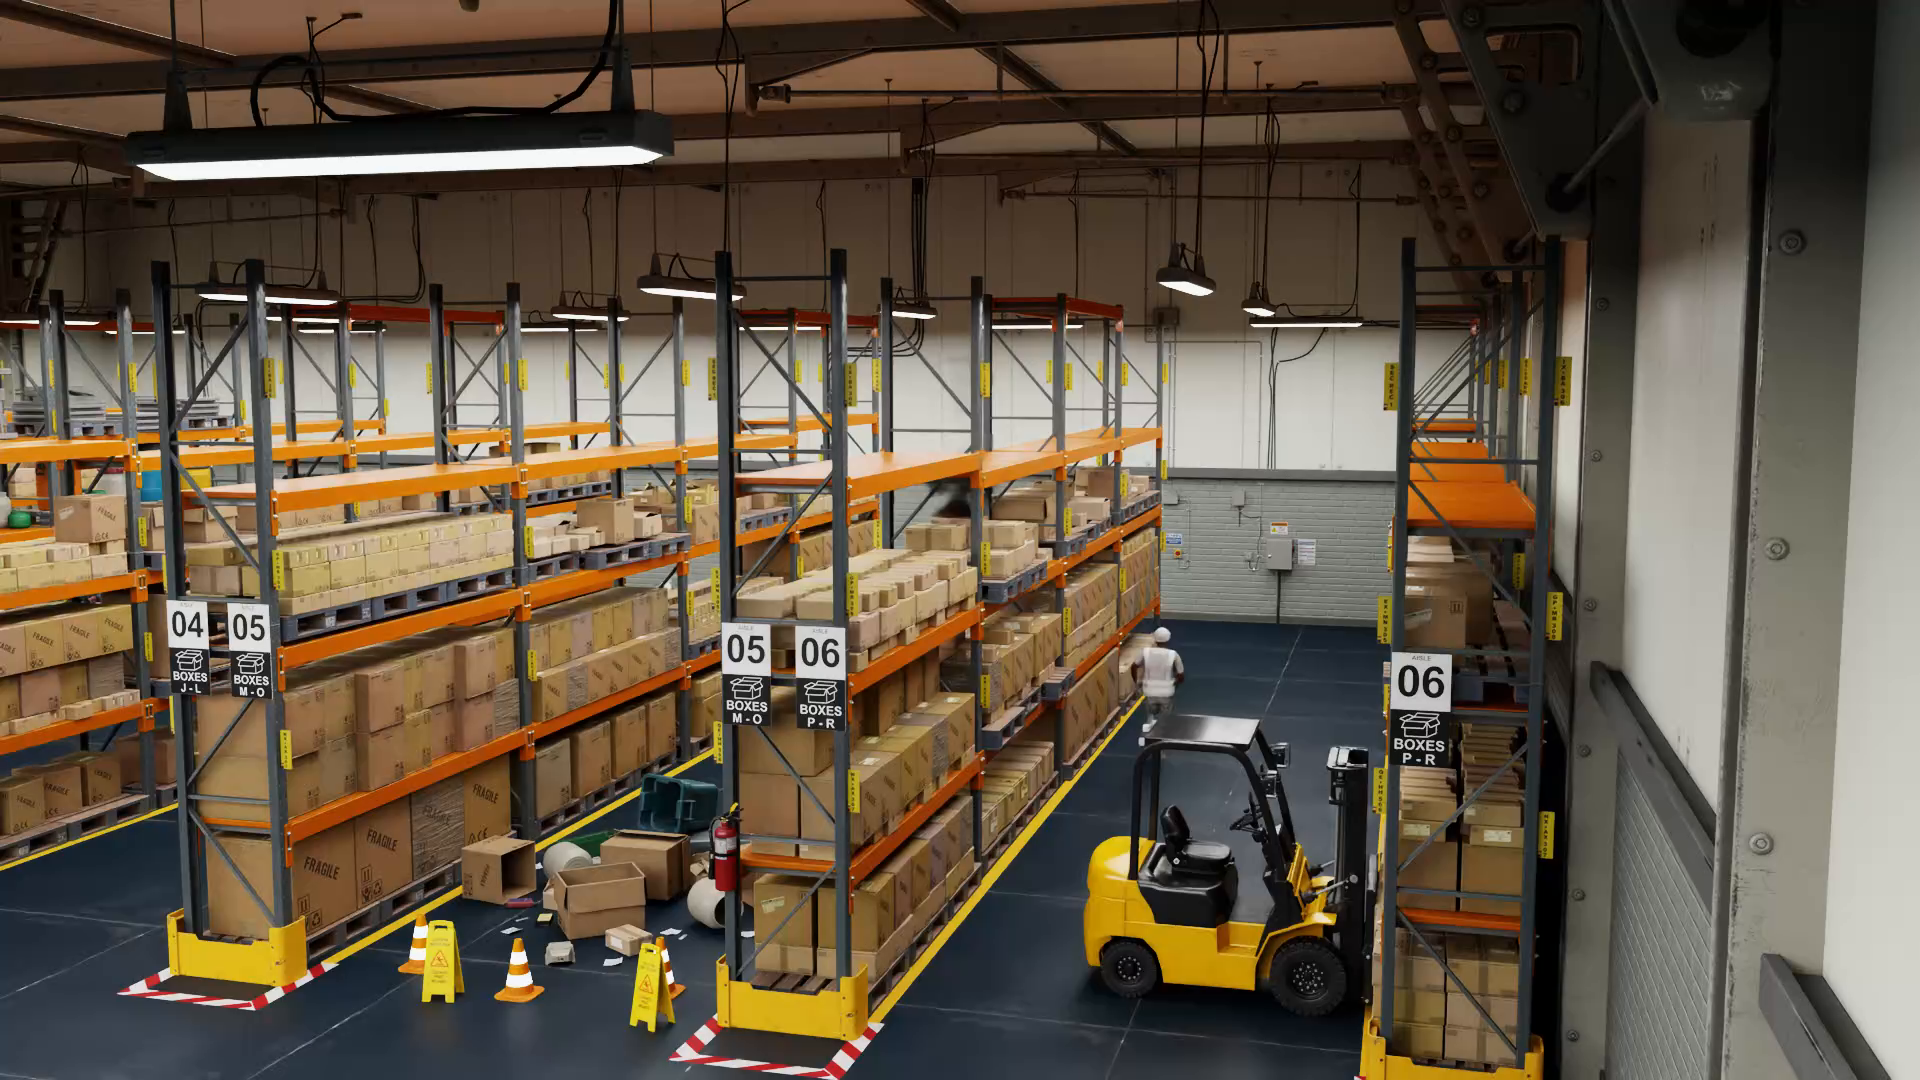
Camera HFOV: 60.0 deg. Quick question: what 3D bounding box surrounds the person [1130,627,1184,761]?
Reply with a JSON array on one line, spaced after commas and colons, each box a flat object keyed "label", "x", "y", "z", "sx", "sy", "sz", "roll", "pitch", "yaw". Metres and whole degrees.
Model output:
[{"label": "person", "x": 2.611, "y": 1.992, "z": 21.820, "sx": 0.687, "sy": 1.738, "sz": 0.551, "roll": 2, "pitch": 6, "yaw": 16}]

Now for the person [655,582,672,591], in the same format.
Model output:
[{"label": "person", "x": -4.625, "y": 1.519, "z": 26.416, "sx": 0.663, "sy": 1.753, "sz": 0.659, "roll": 3, "pitch": 7, "yaw": 23}]
